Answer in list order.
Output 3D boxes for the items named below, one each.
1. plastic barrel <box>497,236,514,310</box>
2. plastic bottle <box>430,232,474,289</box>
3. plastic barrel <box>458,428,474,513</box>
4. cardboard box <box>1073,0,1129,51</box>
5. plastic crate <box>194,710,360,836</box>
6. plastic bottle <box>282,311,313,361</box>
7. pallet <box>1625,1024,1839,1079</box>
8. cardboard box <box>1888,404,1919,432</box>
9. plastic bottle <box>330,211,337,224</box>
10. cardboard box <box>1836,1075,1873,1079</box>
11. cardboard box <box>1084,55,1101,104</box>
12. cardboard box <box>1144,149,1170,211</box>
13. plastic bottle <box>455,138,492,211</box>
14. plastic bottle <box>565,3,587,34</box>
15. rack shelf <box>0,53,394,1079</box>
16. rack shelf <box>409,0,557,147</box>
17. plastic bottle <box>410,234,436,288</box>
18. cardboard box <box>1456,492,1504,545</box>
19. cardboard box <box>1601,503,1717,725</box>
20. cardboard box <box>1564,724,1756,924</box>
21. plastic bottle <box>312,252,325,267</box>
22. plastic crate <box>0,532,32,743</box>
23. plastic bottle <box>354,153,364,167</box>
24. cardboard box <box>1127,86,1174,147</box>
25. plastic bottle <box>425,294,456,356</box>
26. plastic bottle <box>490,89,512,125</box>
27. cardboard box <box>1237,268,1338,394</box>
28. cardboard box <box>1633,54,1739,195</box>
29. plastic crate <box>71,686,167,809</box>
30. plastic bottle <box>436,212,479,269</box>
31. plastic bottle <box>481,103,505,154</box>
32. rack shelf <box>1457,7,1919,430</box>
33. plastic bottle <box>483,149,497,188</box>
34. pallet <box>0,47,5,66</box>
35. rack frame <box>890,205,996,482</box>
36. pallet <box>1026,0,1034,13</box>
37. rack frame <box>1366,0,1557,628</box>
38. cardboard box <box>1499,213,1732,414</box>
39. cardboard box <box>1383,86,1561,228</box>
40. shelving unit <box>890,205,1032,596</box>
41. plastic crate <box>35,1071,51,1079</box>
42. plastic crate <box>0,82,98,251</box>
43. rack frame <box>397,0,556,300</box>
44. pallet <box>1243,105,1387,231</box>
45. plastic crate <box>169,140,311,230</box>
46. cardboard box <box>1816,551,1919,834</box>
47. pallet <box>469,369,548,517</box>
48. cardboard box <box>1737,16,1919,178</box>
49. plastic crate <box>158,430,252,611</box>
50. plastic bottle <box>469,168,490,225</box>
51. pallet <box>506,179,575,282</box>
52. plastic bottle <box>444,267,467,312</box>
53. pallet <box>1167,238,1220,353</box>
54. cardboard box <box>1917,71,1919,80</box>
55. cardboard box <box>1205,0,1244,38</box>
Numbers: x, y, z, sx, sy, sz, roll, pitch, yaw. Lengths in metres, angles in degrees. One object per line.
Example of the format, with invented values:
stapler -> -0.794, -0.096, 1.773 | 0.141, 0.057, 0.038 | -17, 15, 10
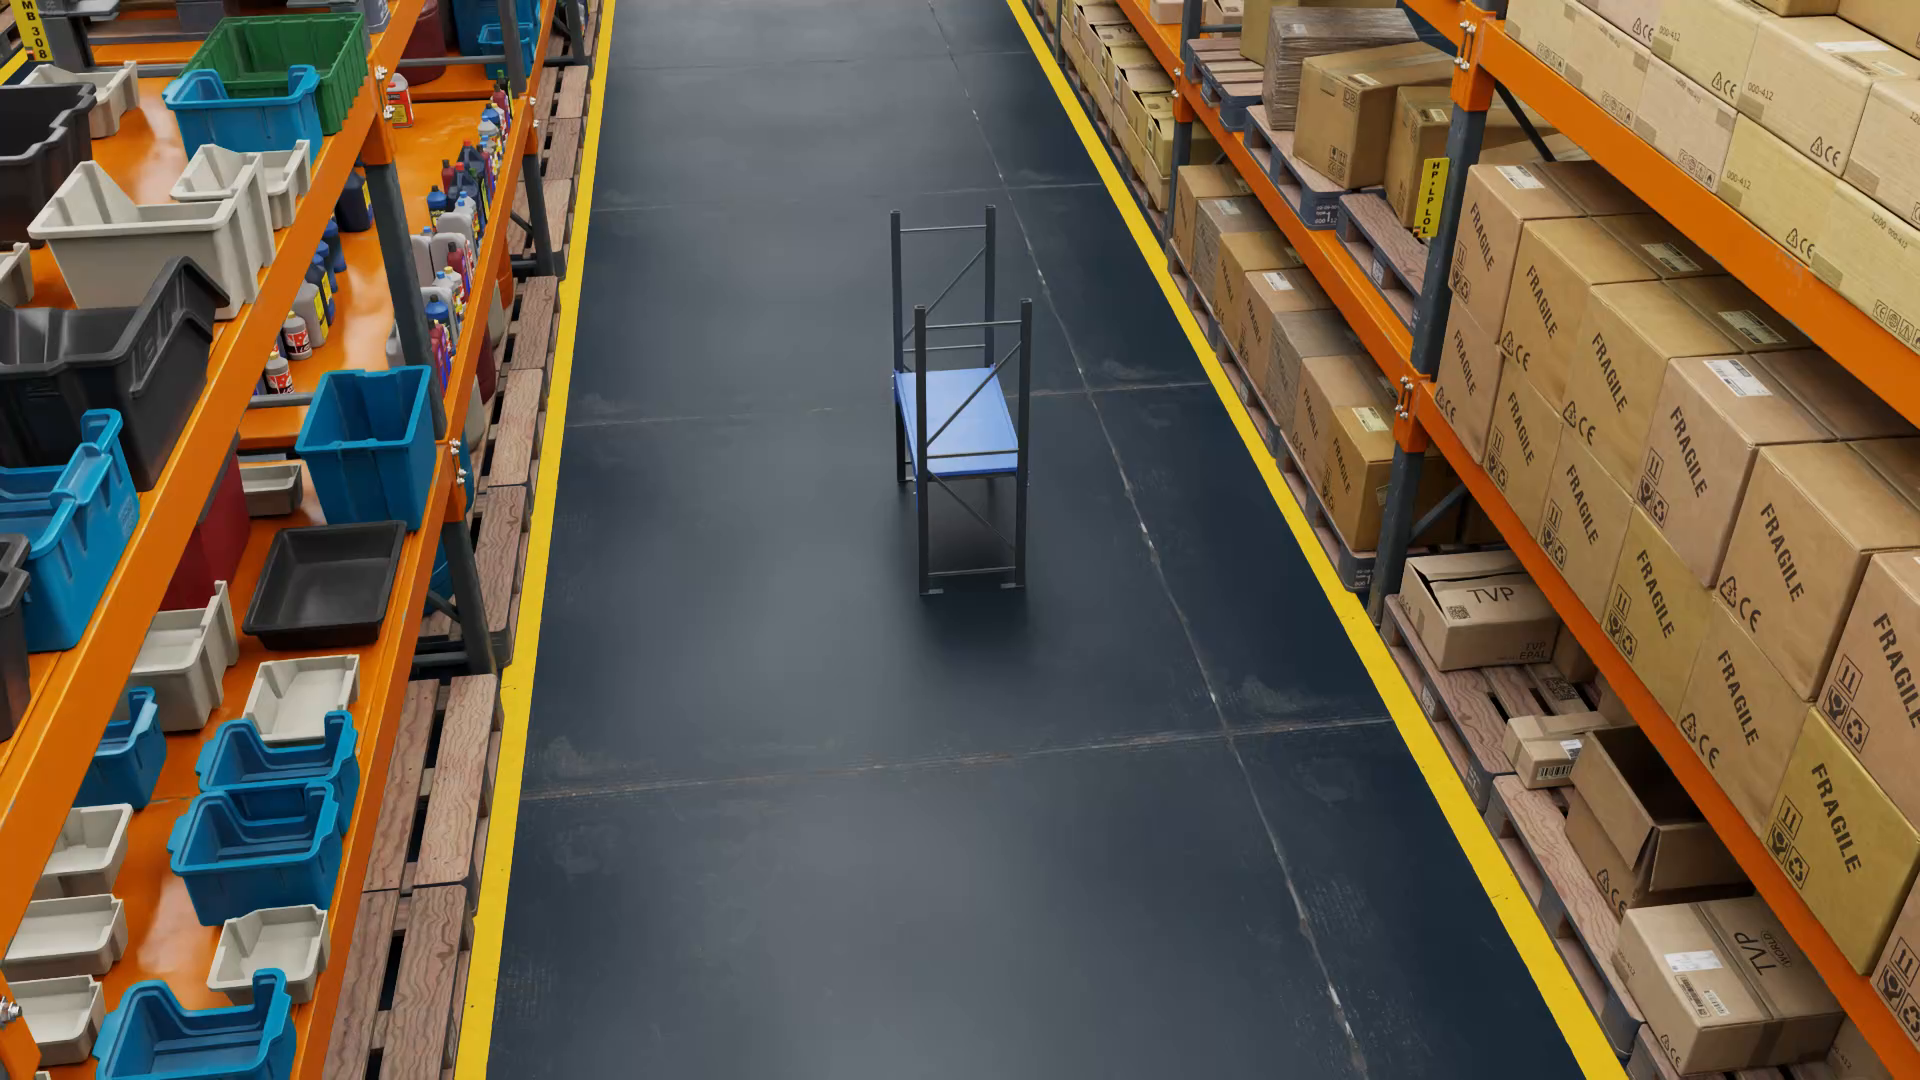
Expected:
plastic barrel -> -2.967, -1.770, 9.738 | 0.600, 0.830, 0.708 | -4, 35, -6
plastic bottle -> -2.321, -1.286, 7.583 | 0.152, 0.276, 0.135 | -4, 35, -6
plastic barrel -> -2.663, -0.540, 7.869 | 0.600, 0.901, 0.708 | -4, 35, -6
cardboard box -> 1.192, -4.110, 13.189 | 0.500, 0.311, 0.500 | -5, 35, -7
plastic crate -> -1.898, 0.678, 4.686 | 0.416, 0.233, 0.300 | -4, 35, -6
plastic bottle -> -2.813, -0.870, 7.040 | 0.097, 0.201, 0.097 | 0, 34, 0
pallet -> 2.817, 1.991, 5.141 | 1.003, 0.211, 1.213 | -4, 35, -6
cardboard box -> 2.927, -0.250, 4.977 | 0.500, 0.500, 0.500 | -5, 35, -7
plastic bottle -> -3.108, -1.616, 8.001 | 0.144, 0.351, 0.185 | -4, 35, -6
cardboard box -> 2.653, 1.797, 5.074 | 0.380, 0.166, 0.250 | -4, 35, -6
cardboard box -> 1.270, -3.590, 12.923 | 0.500, 0.250, 0.500 | -5, 35, -8
cardboard box -> 1.547, -2.451, 11.251 | 0.500, 0.250, 0.500 | -4, 34, -5
plastic bottle -> -2.439, -1.822, 8.303 | 0.144, 0.351, 0.185 | -4, 35, -6
plastic bottle -> -3.267, -4.443, 14.134 | 0.152, 0.276, 0.135 | -3, 34, -5
rack shelf -> -2.243, -0.359, 4.089 | 1.077, 0.370, 4.000 | -4, 35, -6
rack shelf -> -3.319, -3.584, 11.485 | 1.077, 0.370, 4.000 | -4, 35, -6
plastic bottle -> -2.472, -1.274, 7.566 | 0.152, 0.276, 0.135 | -4, 35, -6
cardboard box -> 2.574, -0.344, 7.920 | 0.500, 0.500, 0.500 | -6, 35, -9
cardboard box -> 2.403, 0.206, 5.195 | 0.500, 0.500, 0.500 | -5, 35, -7
cardboard box -> 2.655, 0.991, 5.958 | 0.797, 0.503, 0.637 | -4, 35, -6
plastic bottle -> -2.881, -1.181, 7.433 | 0.097, 0.271, 0.097 | 0, 34, 0
plastic crate -> -1.749, 0.277, 2.632 | 0.497, 0.269, 0.590 | -4, 35, -6
plastic bottle -> -3.201, -2.126, 8.820 | 0.097, 0.271, 0.097 | 0, 34, 0
cardboard box -> 1.468, -2.971, 11.516 | 0.500, 0.311, 0.500 | -5, 35, -7
plastic bottle -> -2.203, -0.909, 7.034 | 0.097, 0.271, 0.097 | 0, 34, 0
plastic bottle -> -2.575, -2.424, 9.320 | 0.097, 0.201, 0.097 | 0, 34, 0
cardboard box -> 1.851, -1.149, 9.101 | 0.500, 0.500, 0.500 | -5, 35, -8
cardboard box -> 2.347, -1.235, 4.869 | 0.500, 0.250, 0.500 | -4, 35, -6
plastic crate -> -2.504, 0.617, 4.777 | 0.416, 0.233, 0.300 | -4, 35, -6
plastic bottle -> -2.352, -1.415, 7.773 | 0.152, 0.276, 0.135 | -4, 35, -6
plastic bottle -> -2.518, -2.216, 8.952 | 0.097, 0.271, 0.097 | 0, 34, 0
rack shelf -> 2.666, -0.732, 4.636 | 1.077, 0.370, 4.000 | -4, 35, -6
plastic bottle -> -2.452, -1.915, 8.573 | 0.097, 0.201, 0.097 | 0, 34, 0
pallet -> -8.621, -3.842, 13.700 | 1.003, 0.211, 1.213 | -4, 35, -6
rack frame -> -0.080, -0.951, 8.314 | 0.500, 1.500, 0.032 | -4, 35, -6
pallet -> 1.089, -5.348, 15.909 | 1.003, 0.211, 1.213 | -4, 35, -6
rack frame -> 2.397, -0.906, 6.916 | 1.000, 3.000, 0.127 | -4, 35, -6
cardboard box -> 2.252, -0.789, 5.767 | 0.500, 0.500, 0.500 | -5, 35, -8
cardboard box -> 2.400, -1.781, 7.739 | 0.700, 0.500, 0.500 | 1, 34, 1
shelving unit -> -0.011, -0.667, 7.897 | 0.538, 1.500, 1.048 | -4, 35, -6
plastic crate -> -2.263, 1.342, 3.798 | 0.396, 0.136, 0.243 | -4, 35, -6
plastic crate -> -2.616, -1.005, 4.513 | 0.497, 0.269, 0.590 | -4, 35, -6
rack frame -> -3.050, -2.765, 9.644 | 1.000, 3.000, 0.127 | -4, 35, -6
pallet -> 2.125, -1.974, 8.654 | 1.003, 0.211, 1.213 | -4, 35, -6
plastic crate -> -1.963, -0.983, 4.599 | 0.293, 0.136, 0.466 | -4, 35, -6
cardboard box -> 2.534, 0.362, 4.079 | 0.500, 0.500, 0.500 | -3, 34, -5
pallet -> -2.741, -0.497, 8.792 | 1.003, 0.211, 1.213 | -4, 35, -6
cardboard box -> 2.409, -1.163, 4.318 | 0.500, 0.250, 0.500 | -4, 35, -6
plastic crate -> -2.640, -0.067, 5.575 | 0.402, 0.464, 0.583 | -4, 35, -6
plastic bottle -> -2.376, -1.708, 8.197 | 0.061, 0.283, 0.133 | -4, 35, -6
pallet -> -3.115, -2.048, 11.068 | 1.003, 0.211, 1.213 | -4, 35, -6
plastic bottle -> -2.260, -1.118, 7.403 | 0.097, 0.201, 0.097 | 0, 34, 0
pallet -> 1.922, -1.567, 10.361 | 1.003, 0.211, 1.213 | -4, 35, -6
cardboard box -> 2.693, -1.210, 3.722 | 0.700, 0.500, 0.500 | -4, 35, -6
cardboard box -> 1.854, -3.308, 10.519 | 0.500, 0.311, 0.500 | -2, 34, -3
